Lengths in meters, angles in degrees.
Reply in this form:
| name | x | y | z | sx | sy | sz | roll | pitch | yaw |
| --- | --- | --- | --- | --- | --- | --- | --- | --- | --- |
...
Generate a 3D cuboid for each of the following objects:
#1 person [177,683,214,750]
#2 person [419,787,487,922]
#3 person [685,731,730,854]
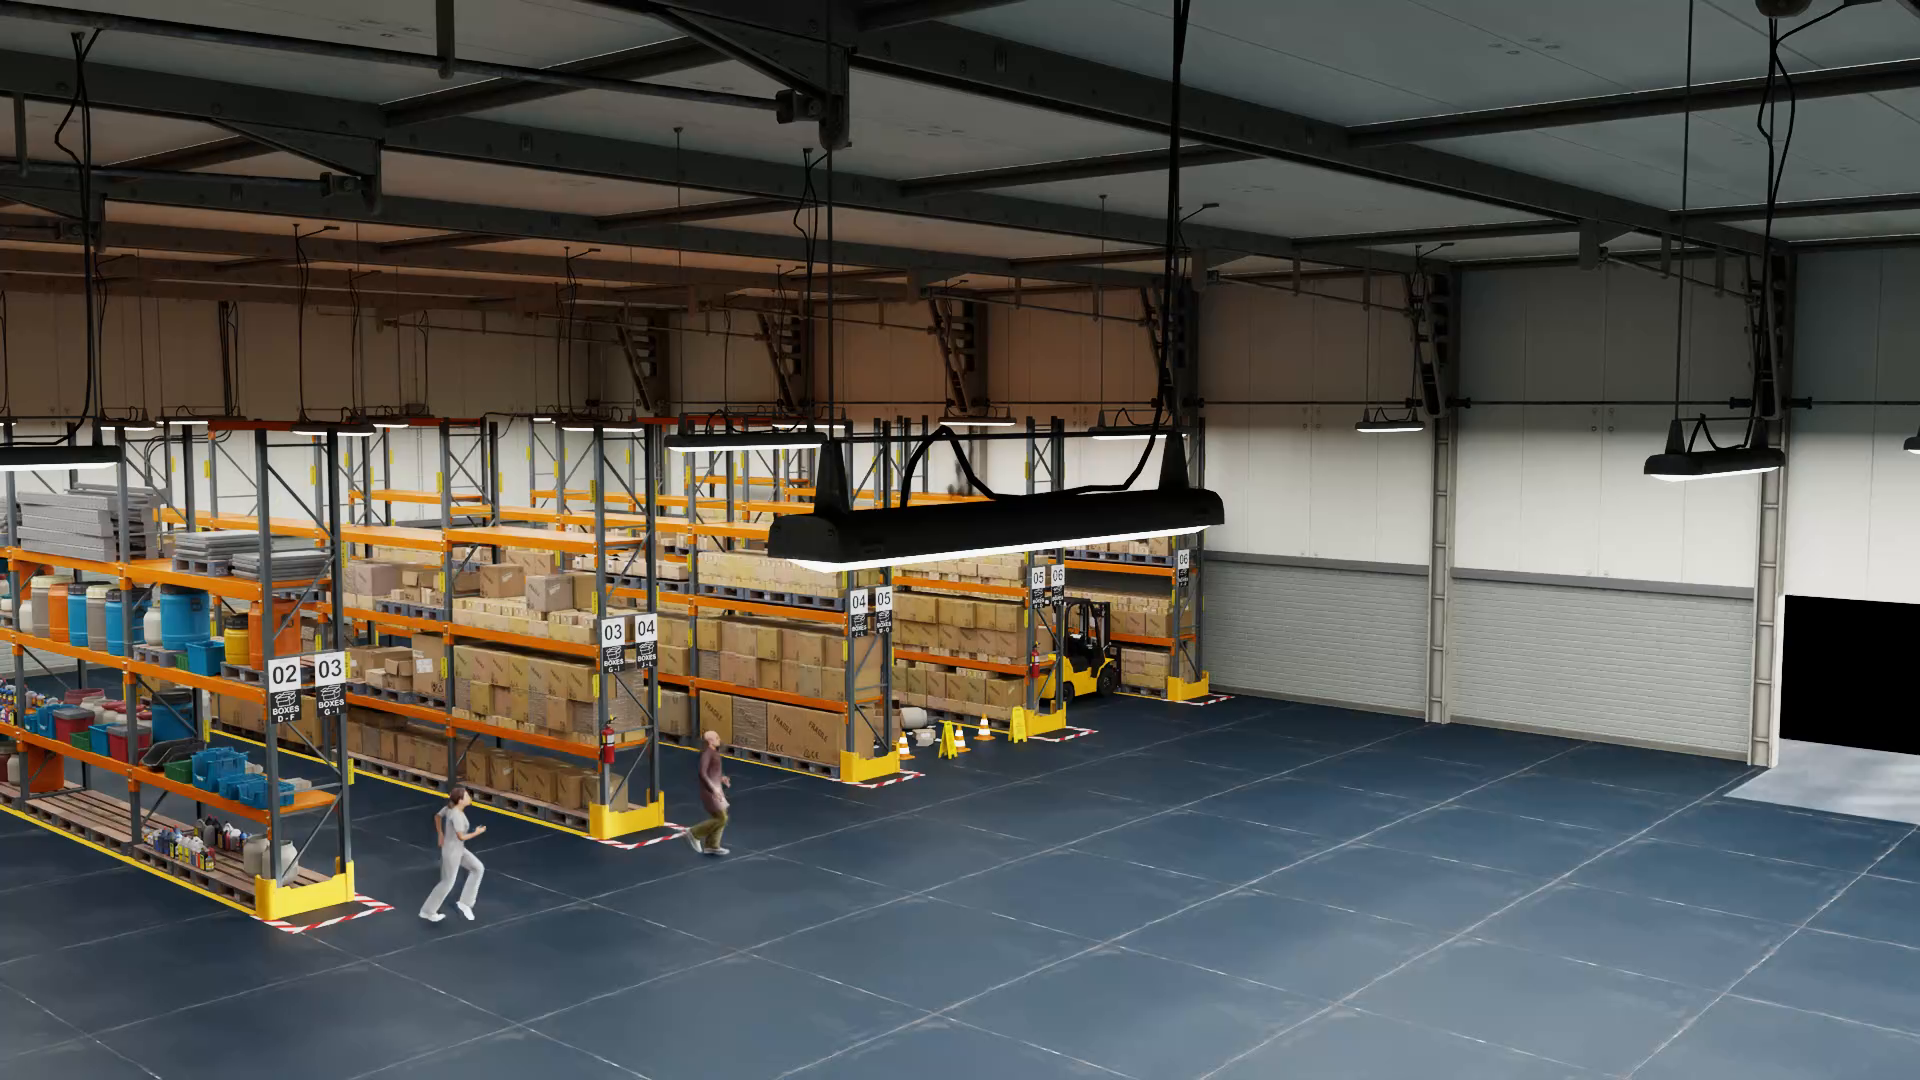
| name | x | y | z | sx | sy | sz | roll | pitch | yaw |
| --- | --- | --- | --- | --- | --- | --- | --- | --- | --- |
| person | -13.803 | 2.979 | 30.054 | 0.733 | 1.768 | 0.673 | 4 | 6 | 38 |
| person | -6.157 | 3.822 | 20.169 | 0.809 | 1.669 | 0.588 | -2 | 5 | -19 |
| person | -3.530 | 3.534 | 23.263 | 0.632 | 1.753 | 0.732 | -1 | 5 | -8 |
